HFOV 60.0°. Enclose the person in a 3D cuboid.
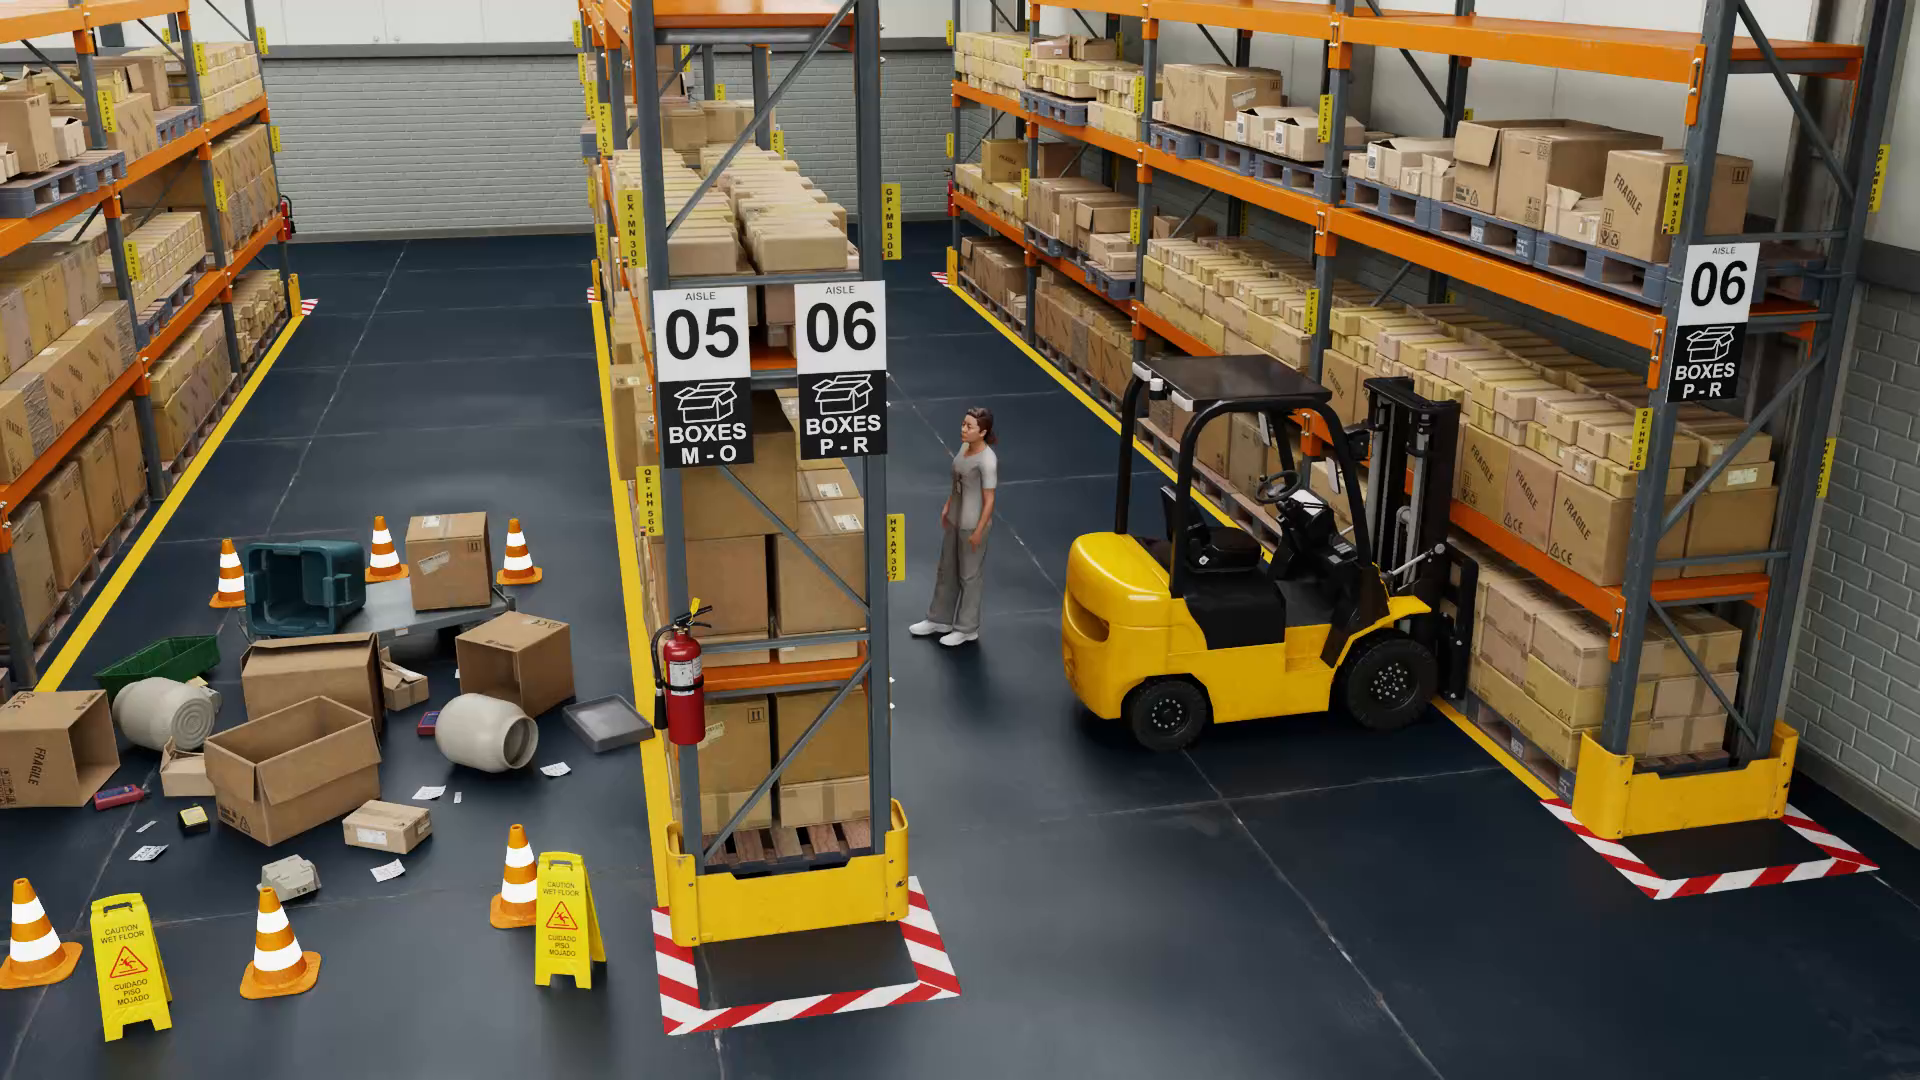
[{"bbox_3d":[-0.009,-0.093,11.303,0.548,1.674,0.549,-9,22,-23],"label":"person"}]
